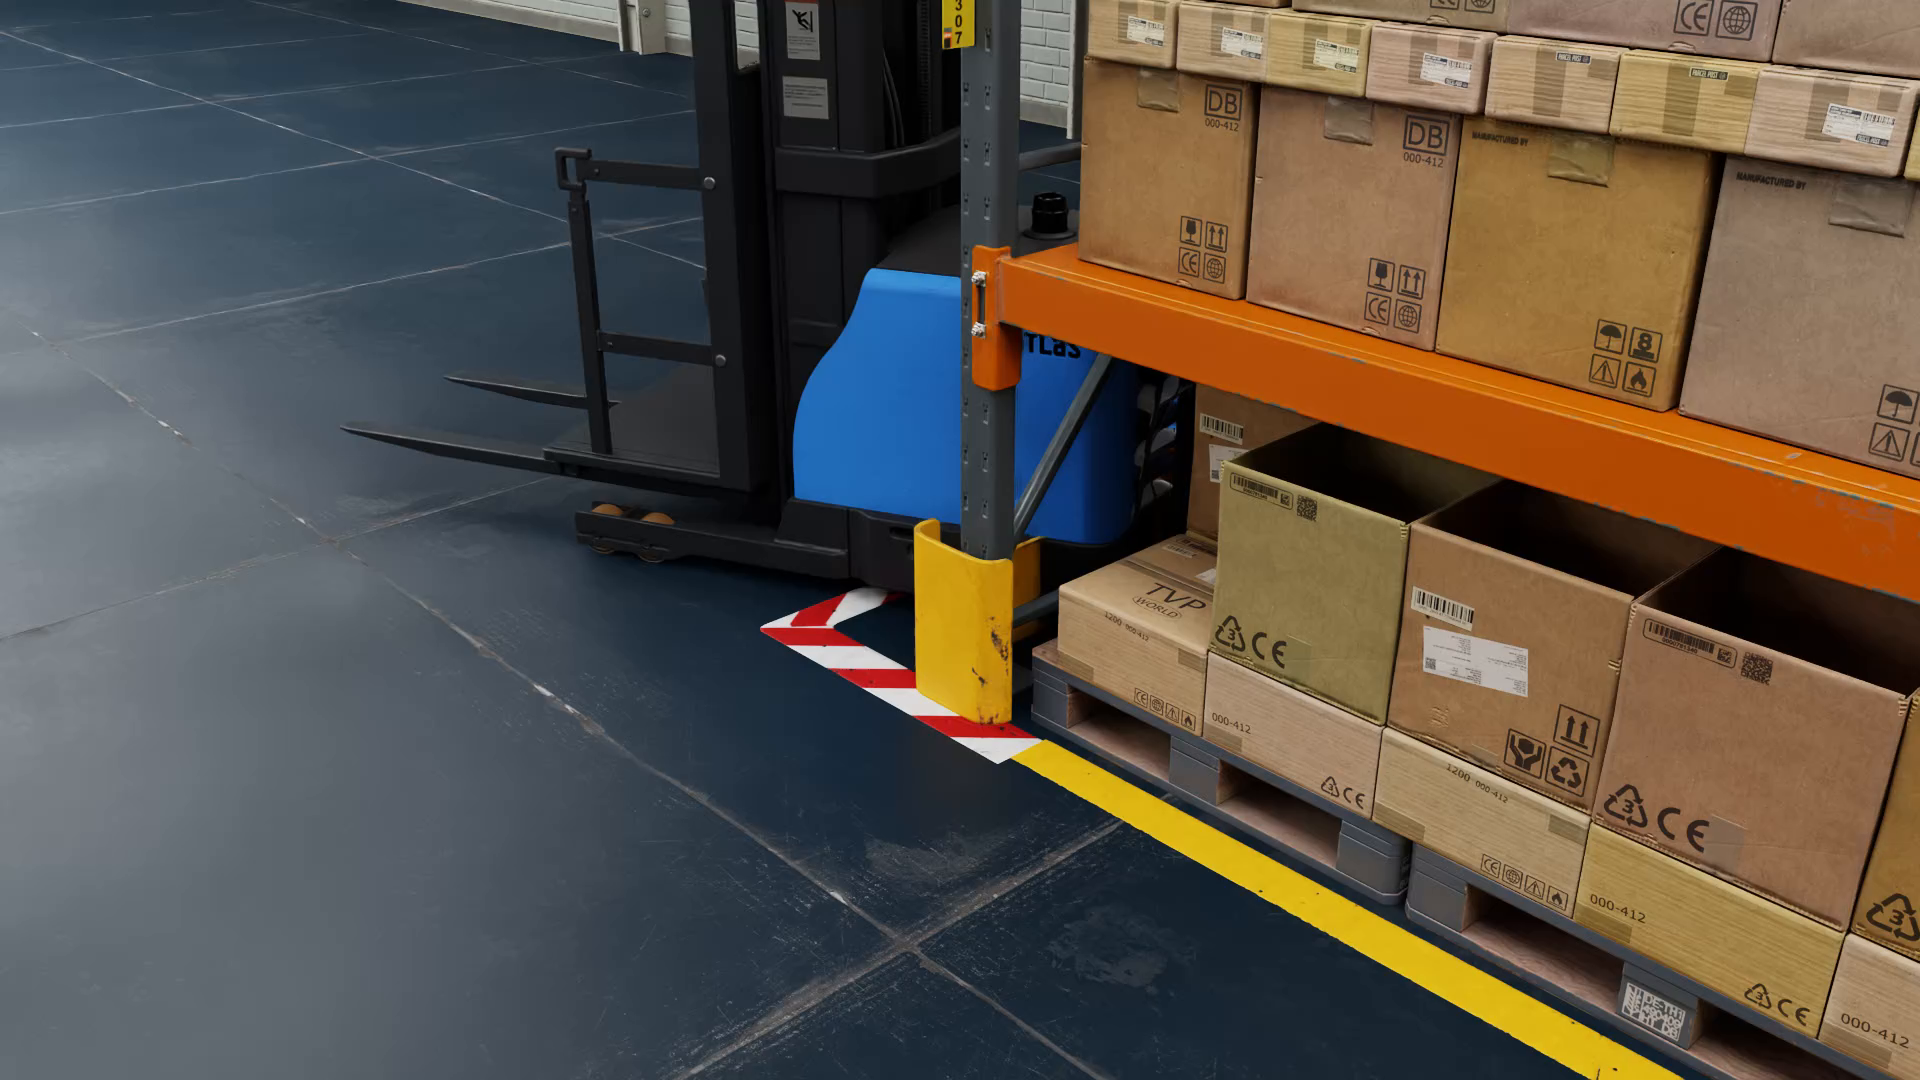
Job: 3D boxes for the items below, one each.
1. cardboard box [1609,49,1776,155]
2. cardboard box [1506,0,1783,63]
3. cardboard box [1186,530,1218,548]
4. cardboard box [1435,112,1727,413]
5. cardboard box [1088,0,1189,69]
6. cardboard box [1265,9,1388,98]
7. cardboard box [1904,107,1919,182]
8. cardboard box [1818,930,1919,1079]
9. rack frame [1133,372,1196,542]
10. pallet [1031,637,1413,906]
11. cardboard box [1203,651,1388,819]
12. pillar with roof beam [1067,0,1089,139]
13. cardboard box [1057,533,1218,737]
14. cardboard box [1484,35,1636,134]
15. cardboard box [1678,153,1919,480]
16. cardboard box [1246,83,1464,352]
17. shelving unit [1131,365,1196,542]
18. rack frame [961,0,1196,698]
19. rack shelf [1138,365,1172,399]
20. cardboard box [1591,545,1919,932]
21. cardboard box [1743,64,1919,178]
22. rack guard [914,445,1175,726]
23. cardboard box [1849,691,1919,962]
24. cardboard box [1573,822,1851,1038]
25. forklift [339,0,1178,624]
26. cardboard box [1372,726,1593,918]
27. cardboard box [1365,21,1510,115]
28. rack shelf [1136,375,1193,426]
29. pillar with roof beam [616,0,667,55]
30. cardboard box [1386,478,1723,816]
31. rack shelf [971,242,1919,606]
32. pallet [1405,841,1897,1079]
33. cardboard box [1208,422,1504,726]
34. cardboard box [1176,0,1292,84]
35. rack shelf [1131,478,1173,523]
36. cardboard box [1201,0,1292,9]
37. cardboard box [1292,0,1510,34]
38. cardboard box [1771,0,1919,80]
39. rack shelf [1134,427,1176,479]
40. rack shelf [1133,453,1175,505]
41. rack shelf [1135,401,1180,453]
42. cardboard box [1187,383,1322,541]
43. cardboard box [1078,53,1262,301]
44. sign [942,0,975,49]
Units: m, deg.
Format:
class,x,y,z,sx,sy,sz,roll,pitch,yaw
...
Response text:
class,x,y,z,sx,sy,sz,roll,pitch,yaw
cardboard box,1.399,-0.819,3.029,0.380,0.149,0.250,-22,32,-39
cardboard box,1.460,-1.212,3.110,0.700,0.500,0.500,-21,32,-38
cardboard box,0.988,0.091,4.744,0.500,0.250,0.500,-21,32,-38
cardboard box,1.413,-0.639,3.415,0.700,0.500,0.500,-21,32,-38
cardboard box,0.517,-1.209,3.883,0.380,0.149,0.250,-22,32,-39
cardboard box,0.869,-1.054,3.543,0.380,0.149,0.250,-21,32,-38
cardboard box,1.747,-0.663,2.688,0.380,0.149,0.250,-20,31,-37
cardboard box,1.976,0.844,3.094,0.500,0.250,0.500,-21,32,-38
rack frame,0.630,-0.286,5.085,0.006,0.900,0.240,26,35,29
pallet,0.959,0.440,4.530,1.003,0.211,1.213,-21,32,-38
cardboard box,0.955,0.388,4.093,0.500,0.250,0.500,-21,32,-38
pillar with roof beam,-2.114,-5.814,7.652,9.100,9.000,0.400,-21,32,-38
cardboard box,0.610,0.237,4.422,0.500,0.250,0.500,-21,32,-38
cardboard box,1.224,-0.896,3.199,0.250,0.149,0.380,23,33,40
cardboard box,1.776,-0.480,3.068,0.700,0.500,0.500,-20,31,-37
cardboard box,1.078,-0.791,3.749,0.700,0.500,0.500,-20,31,-37
shelving unit,0.551,-0.325,5.134,0.210,0.900,0.258,26,35,29
rack frame,0.406,-1.048,4.433,1.000,3.000,0.127,-21,32,-38
rack shelf,0.577,-0.529,5.016,0.200,0.077,0.258,26,35,29
cardboard box,1.633,0.351,3.269,0.500,0.500,0.500,-21,32,-38
cardboard box,1.567,-0.743,2.862,0.380,0.149,0.250,-21,32,-38
rack guard,0.390,0.082,4.968,1.175,0.500,0.348,-21,32,-38
cardboard box,1.986,0.499,2.946,0.500,0.500,0.500,-21,32,-38
cardboard box,1.634,0.692,3.425,0.500,0.250,0.500,-21,32,-38
forklift,-0.761,-1.449,5.394,3.031,2.935,1.130,9,26,19
cardboard box,1.296,0.539,3.760,0.500,0.250,0.500,-21,32,-38
cardboard box,1.040,-0.976,3.374,0.380,0.149,0.250,-22,32,-39
rack shelf,0.567,-0.451,5.061,0.200,0.077,0.258,26,35,29
pillar with roof beam,-6.215,-7.632,11.636,9.100,9.000,0.400,-21,32,-38
cardboard box,1.304,0.195,3.612,0.500,0.500,0.500,-21,32,-38
rack shelf,1.773,-0.115,3.254,1.077,0.370,4.000,-21,32,-38
pallet,1.789,0.810,3.720,1.003,0.211,1.213,-21,32,-38
cardboard box,0.953,0.047,3.936,0.500,0.500,0.500,-21,32,-38
cardboard box,0.699,-1.129,3.710,0.380,0.149,0.250,-22,33,-40
rack shelf,0.527,-0.142,5.241,0.200,0.077,0.258,26,35,29
cardboard box,0.752,-1.523,3.790,0.700,0.500,0.500,-21,32,-38
cardboard box,1.115,-1.365,3.444,0.700,0.500,0.500,-22,33,-40
cardboard box,1.803,-1.061,2.777,0.700,0.500,0.500,-21,32,-38
rack shelf,0.547,-0.297,5.151,0.200,0.077,0.258,26,35,29
rack shelf,0.537,-0.219,5.196,0.200,0.077,0.258,26,35,29
rack shelf,0.557,-0.374,5.106,0.200,0.077,0.258,26,35,29
cardboard box,0.990,-0.251,4.590,0.500,0.500,0.500,-21,32,-38
cardboard box,0.716,-0.948,4.095,0.700,0.500,0.500,-21,32,-38
sign,-0.003,-1.322,3.896,0.100,0.325,0.005,-21,32,-38
